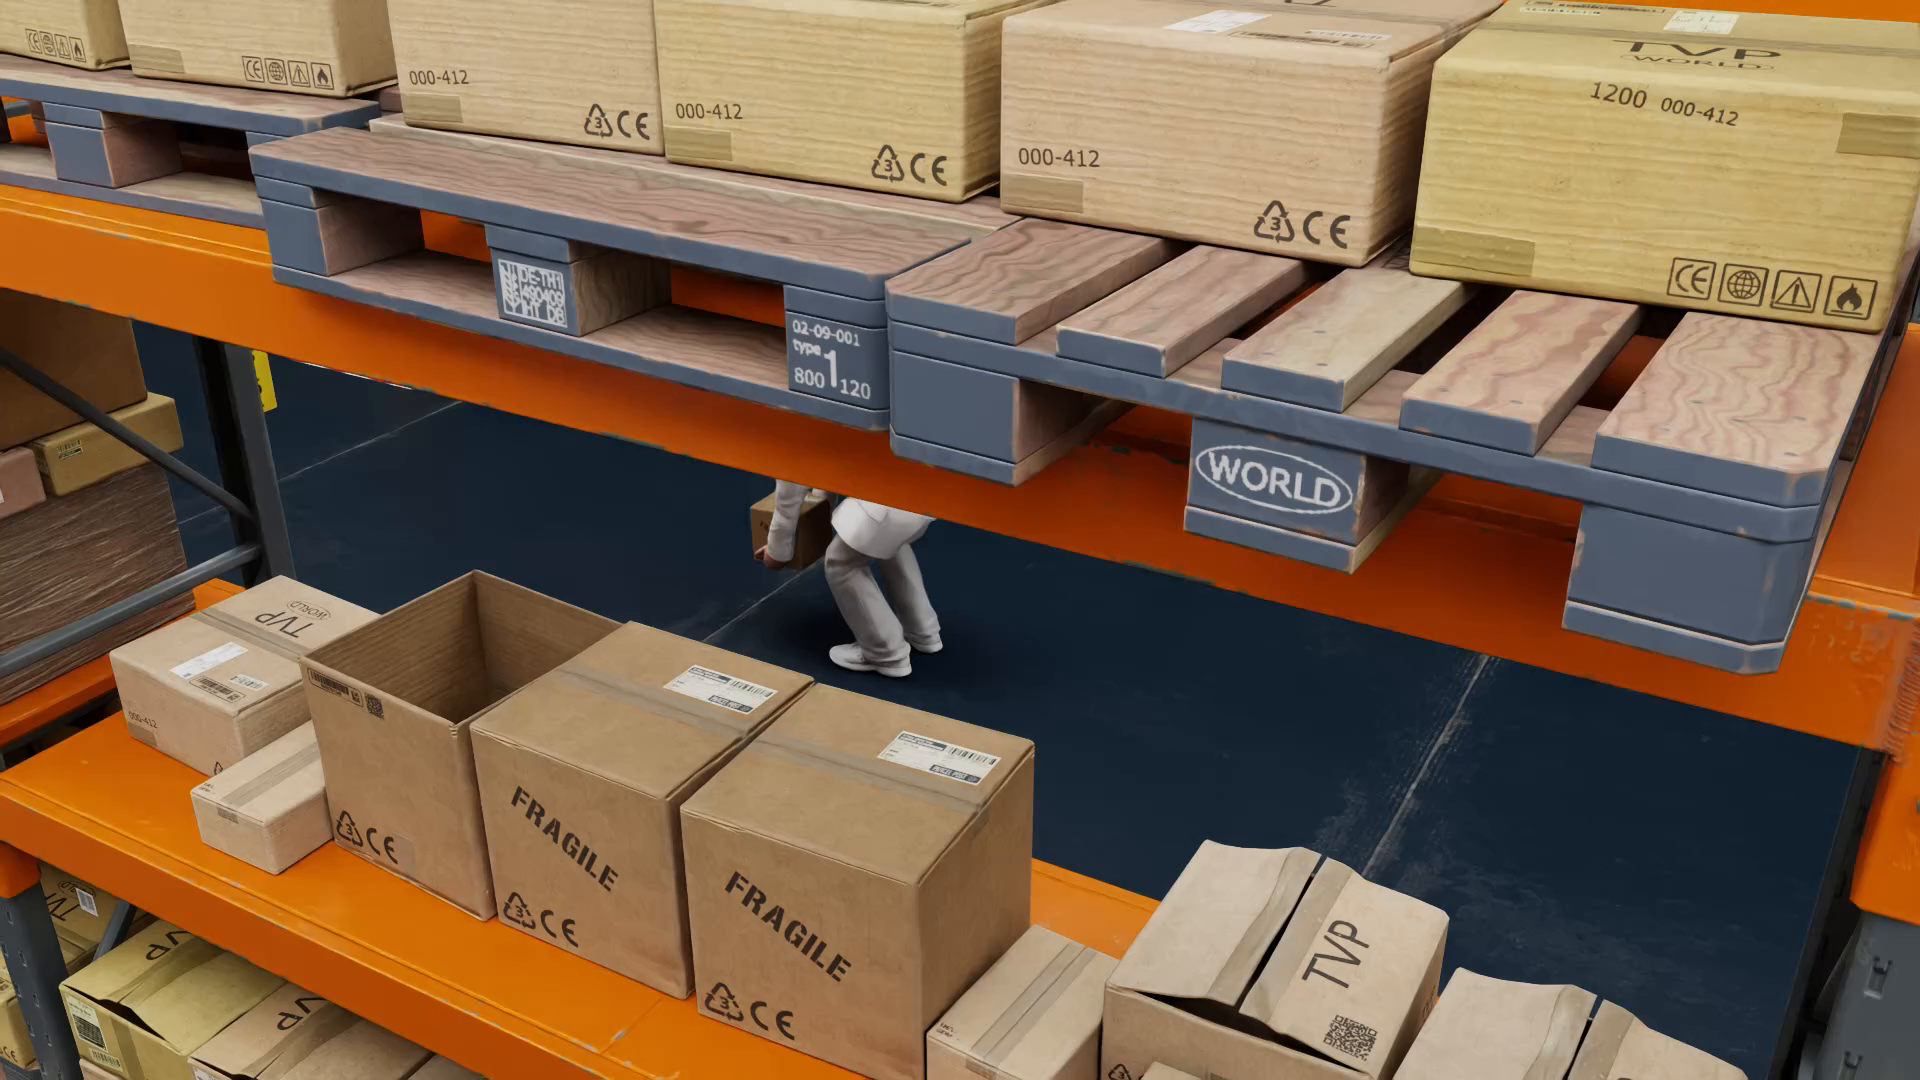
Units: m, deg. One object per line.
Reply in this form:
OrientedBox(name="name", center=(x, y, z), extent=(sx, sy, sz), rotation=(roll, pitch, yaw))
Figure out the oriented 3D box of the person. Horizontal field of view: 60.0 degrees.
OrientedBox(name="person", center=(-0.470, -0.088, 6.957), extent=(0.927, 1.207, 0.578), rotation=(13, 29, 24))
